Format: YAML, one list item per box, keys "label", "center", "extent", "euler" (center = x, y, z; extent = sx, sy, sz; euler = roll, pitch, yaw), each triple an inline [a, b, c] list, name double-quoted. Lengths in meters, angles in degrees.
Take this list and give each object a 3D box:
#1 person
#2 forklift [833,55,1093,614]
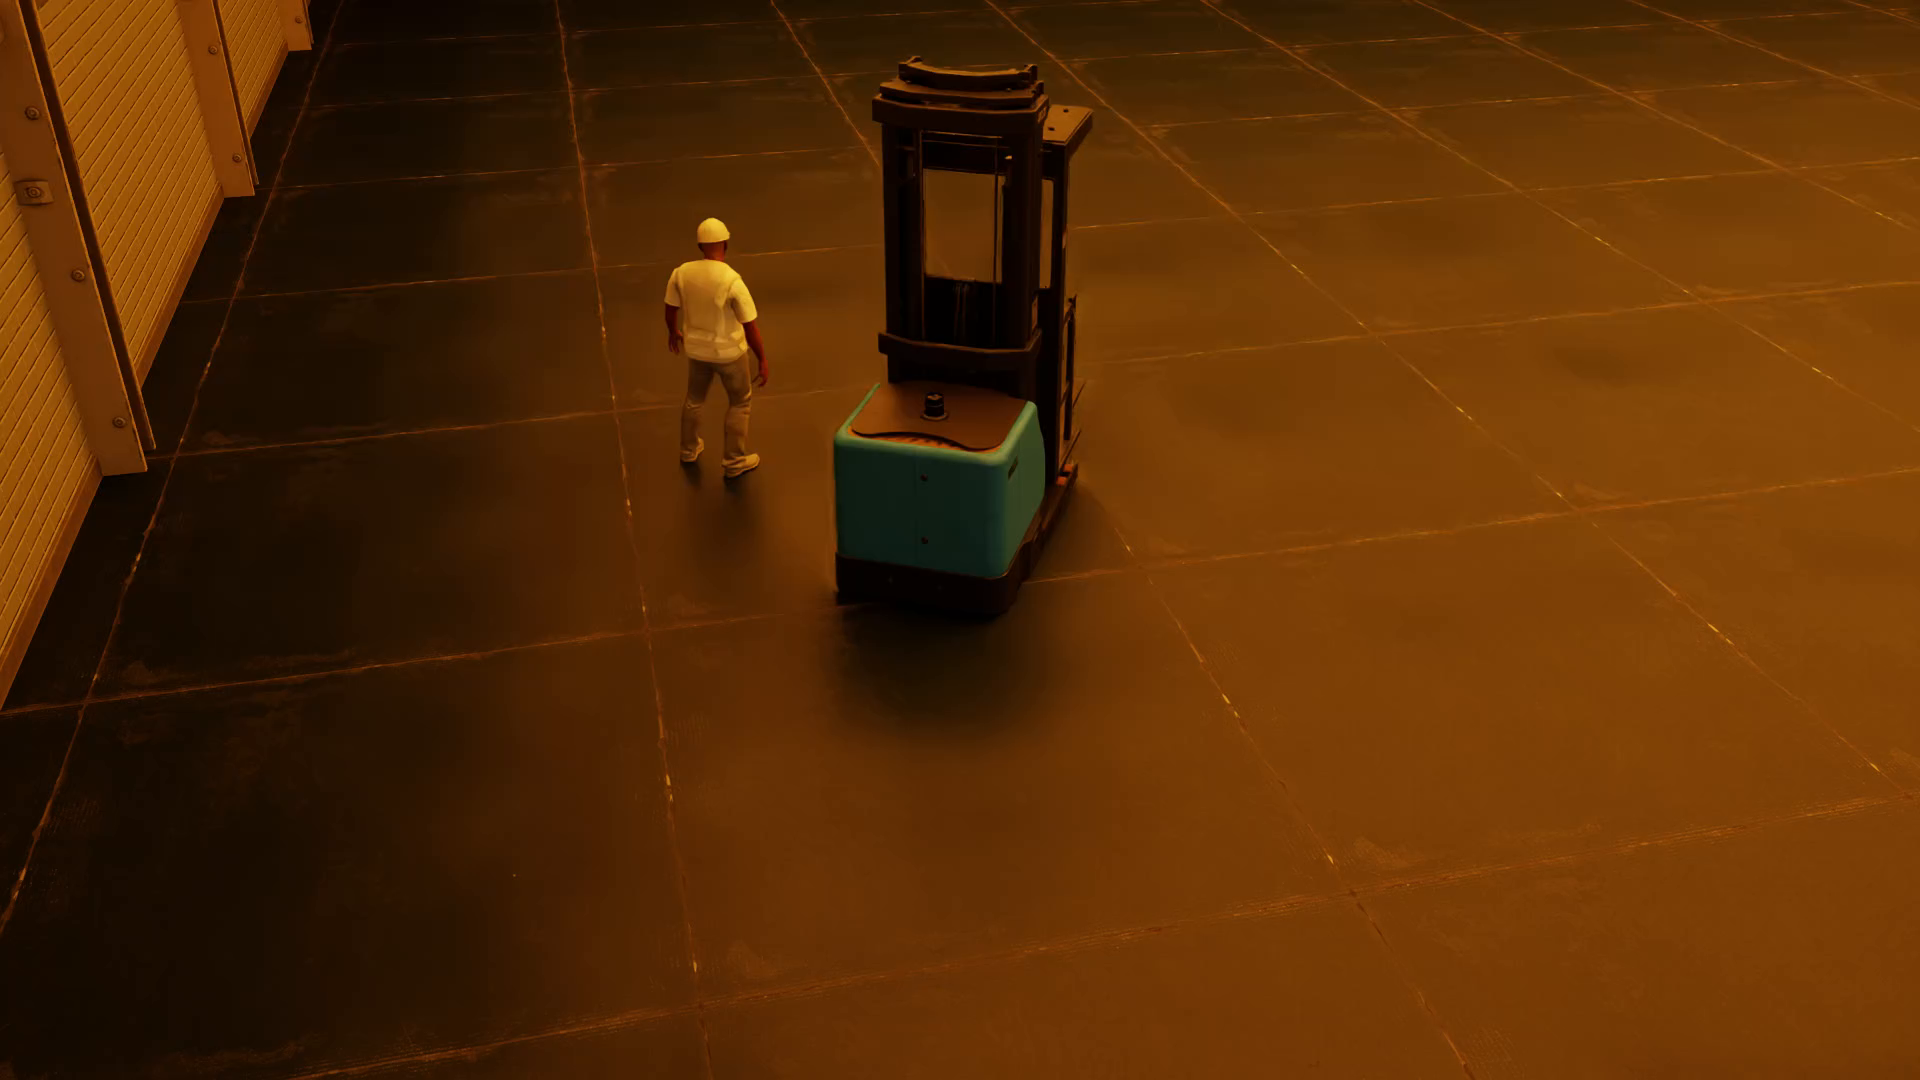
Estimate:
- label: "person"
  center: [-1.595, -1.272, 10.958]
  extent: [0.799, 1.745, 0.412]
  euler: [12, 32, 19]
- label: "forklift"
  center: [0.159, -1.565, 10.279]
  extent: [1.130, 2.935, 3.031]
  euler: [8, 31, 14]
